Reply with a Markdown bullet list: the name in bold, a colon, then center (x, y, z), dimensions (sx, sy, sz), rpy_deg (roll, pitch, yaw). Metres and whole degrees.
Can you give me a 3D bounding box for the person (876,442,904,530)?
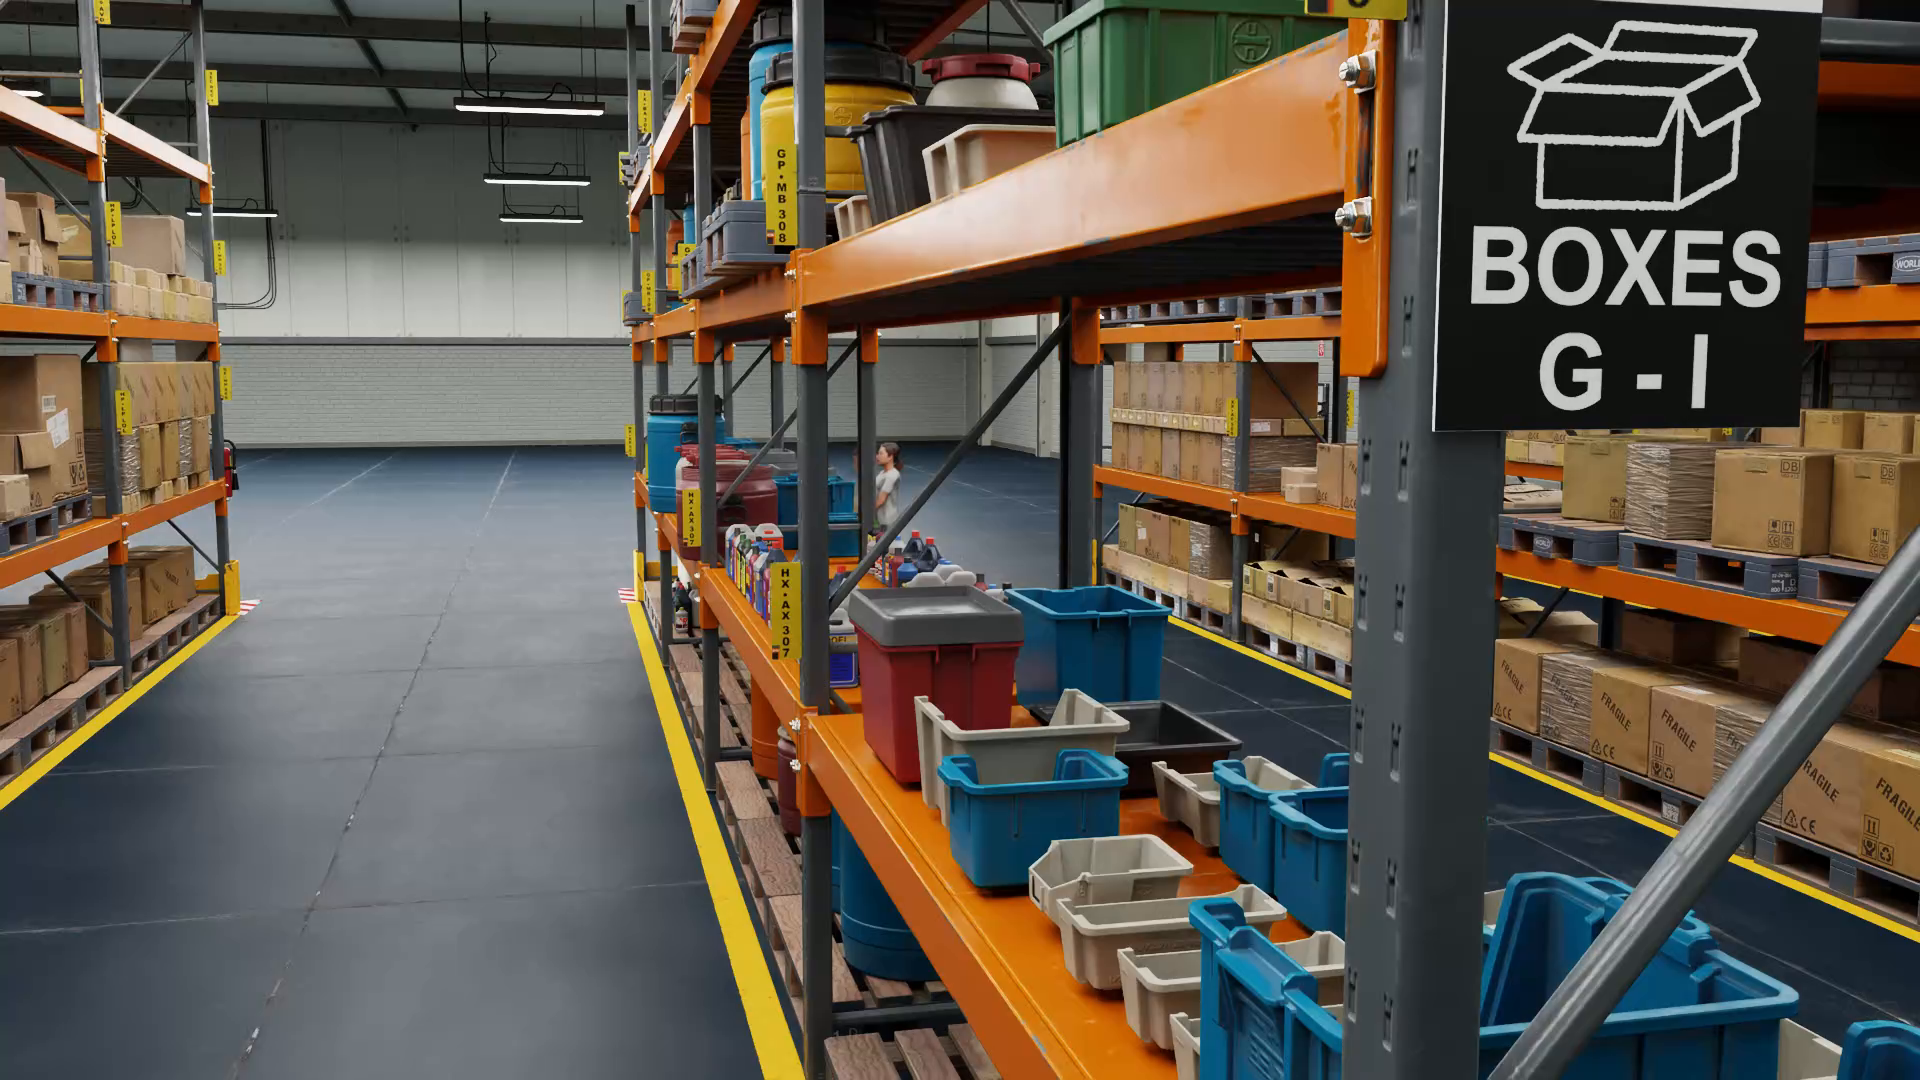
- **person**: center (-0.814, -0.132, 16.428), dimensions (0.549, 1.665, 0.434), rpy_deg (-1, 6, -13)
